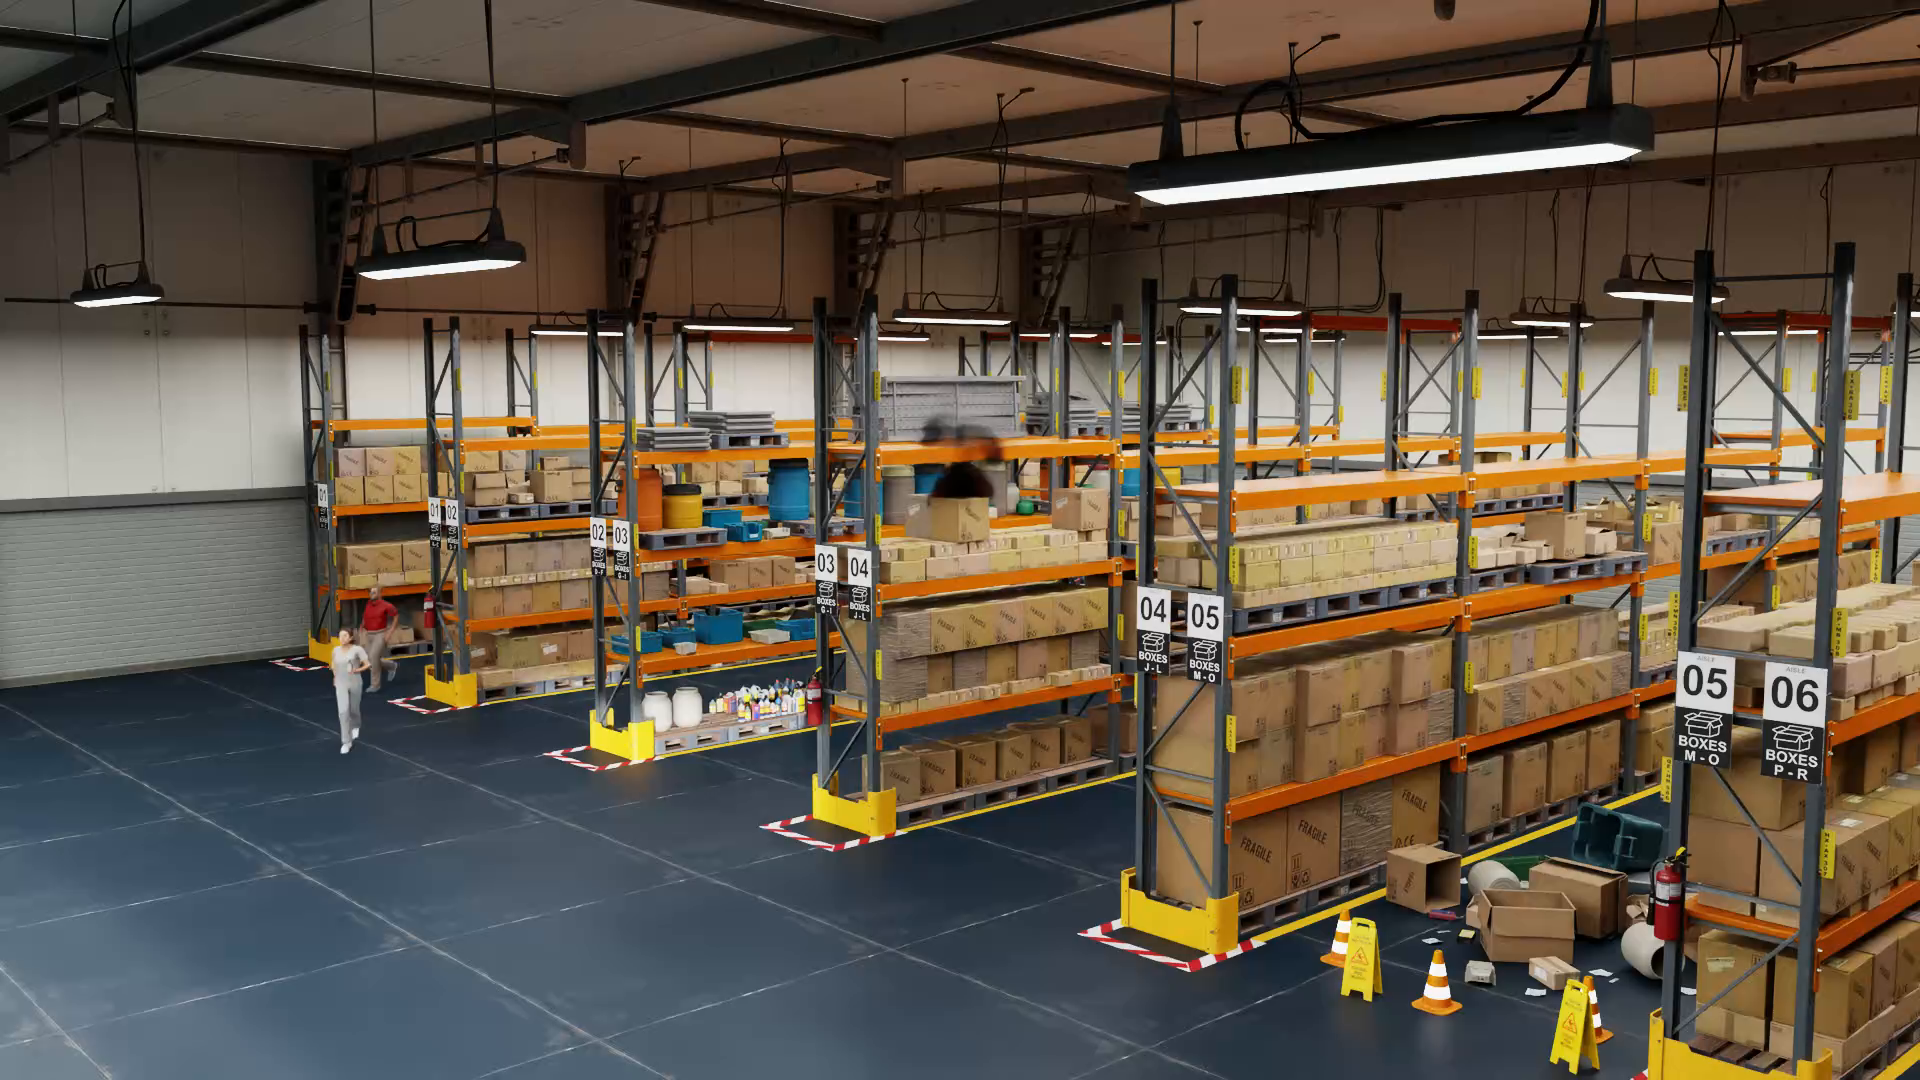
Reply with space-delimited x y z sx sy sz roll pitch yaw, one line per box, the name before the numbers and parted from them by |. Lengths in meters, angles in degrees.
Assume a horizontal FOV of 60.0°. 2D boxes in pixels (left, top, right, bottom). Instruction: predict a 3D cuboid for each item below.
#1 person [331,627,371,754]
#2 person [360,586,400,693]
person | -8.384 2.027 22.882 0.557 1.681 0.892 -1 6 -8
person | -9.477 1.597 27.143 0.699 1.716 0.723 3 7 30
